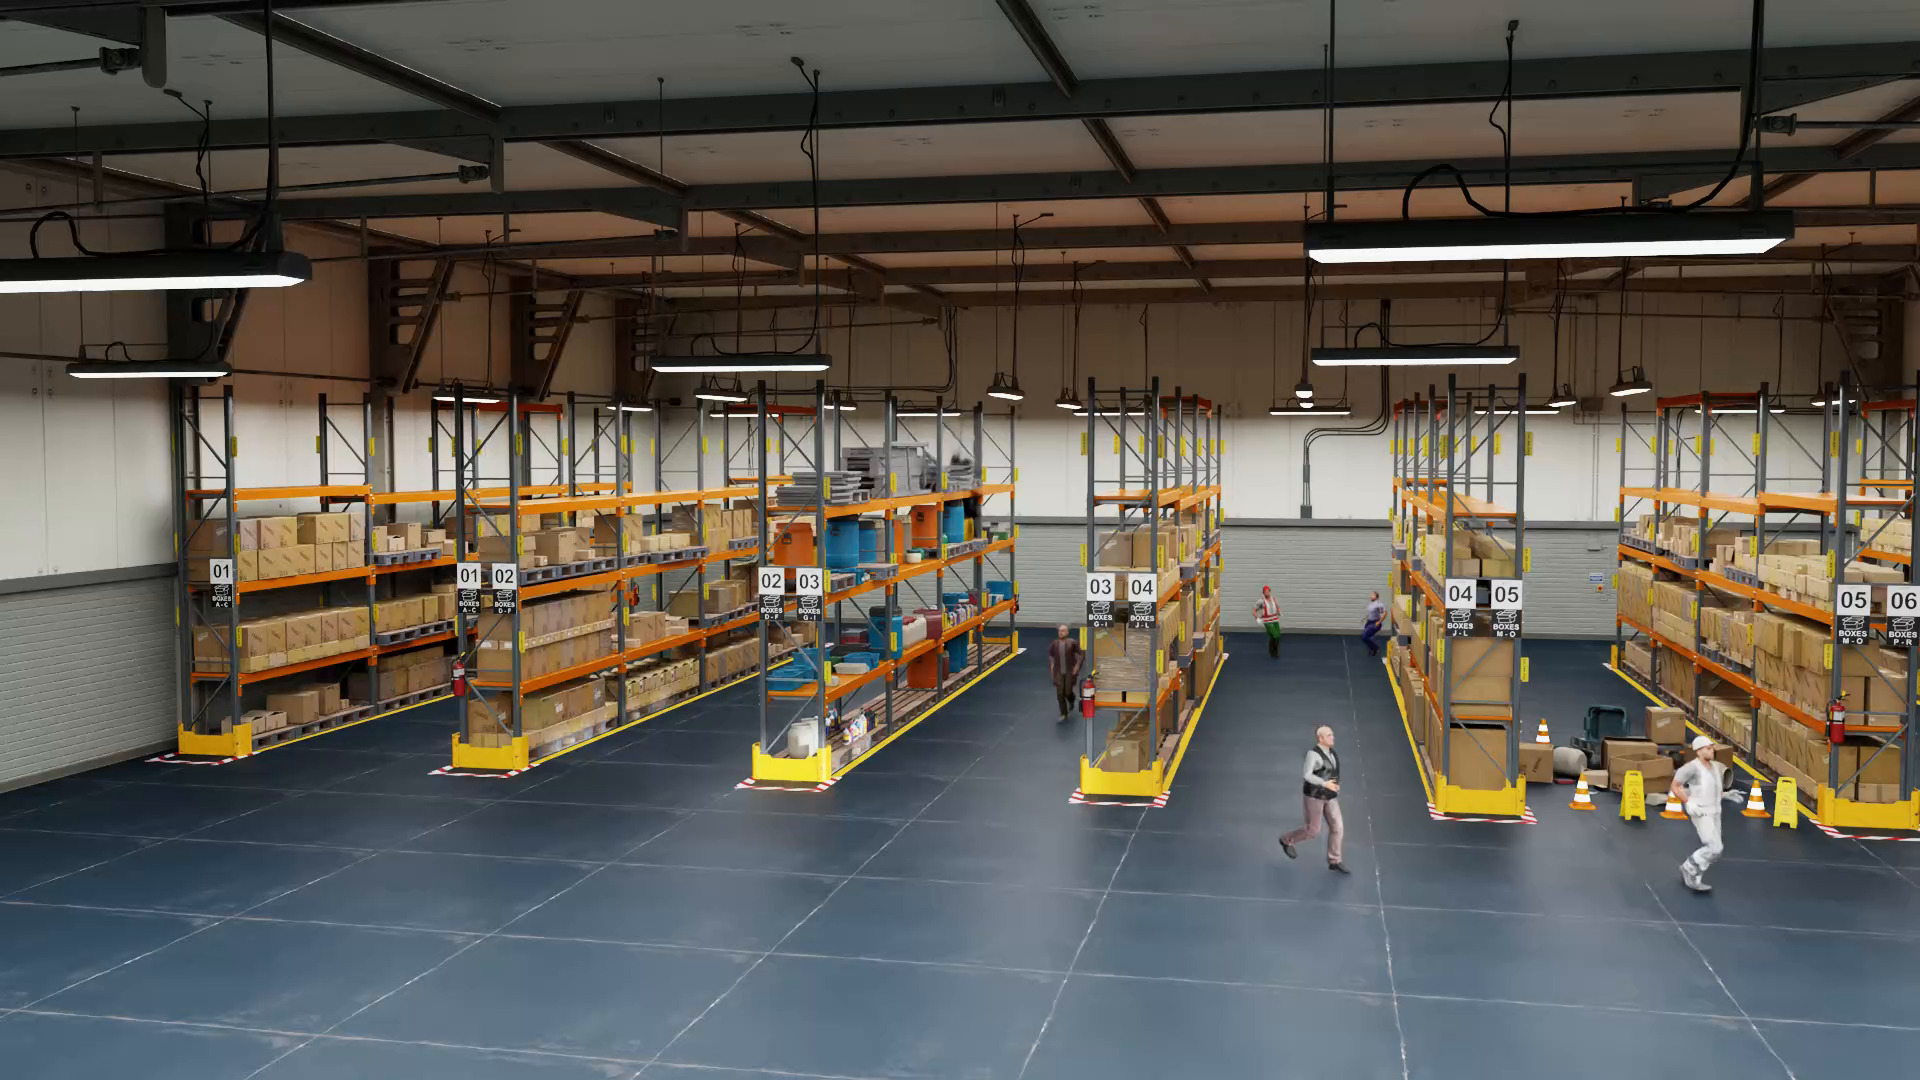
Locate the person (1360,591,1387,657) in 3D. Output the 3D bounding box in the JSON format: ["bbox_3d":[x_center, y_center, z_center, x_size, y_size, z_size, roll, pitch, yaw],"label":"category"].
[{"bbox_3d":[9.780,2.004,39.442,0.543,1.588,0.664,-1,3,-11],"label":"person"}]

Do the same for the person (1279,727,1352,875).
[{"bbox_3d":[4.219,3.044,19.667,0.648,1.709,0.934,-3,4,-41],"label":"person"}]

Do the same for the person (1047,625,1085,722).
[{"bbox_3d":[1.944,2.431,30.492,0.712,1.757,0.716,1,3,20],"label":"person"}]

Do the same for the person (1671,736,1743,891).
[{"bbox_3d":[8.379,3.073,18.596,0.643,1.742,0.584,-2,4,-34],"label":"person"}]

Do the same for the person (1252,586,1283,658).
[{"bbox_3d":[7.318,1.946,39.188,0.714,1.724,0.571,-1,3,-20],"label":"person"}]
